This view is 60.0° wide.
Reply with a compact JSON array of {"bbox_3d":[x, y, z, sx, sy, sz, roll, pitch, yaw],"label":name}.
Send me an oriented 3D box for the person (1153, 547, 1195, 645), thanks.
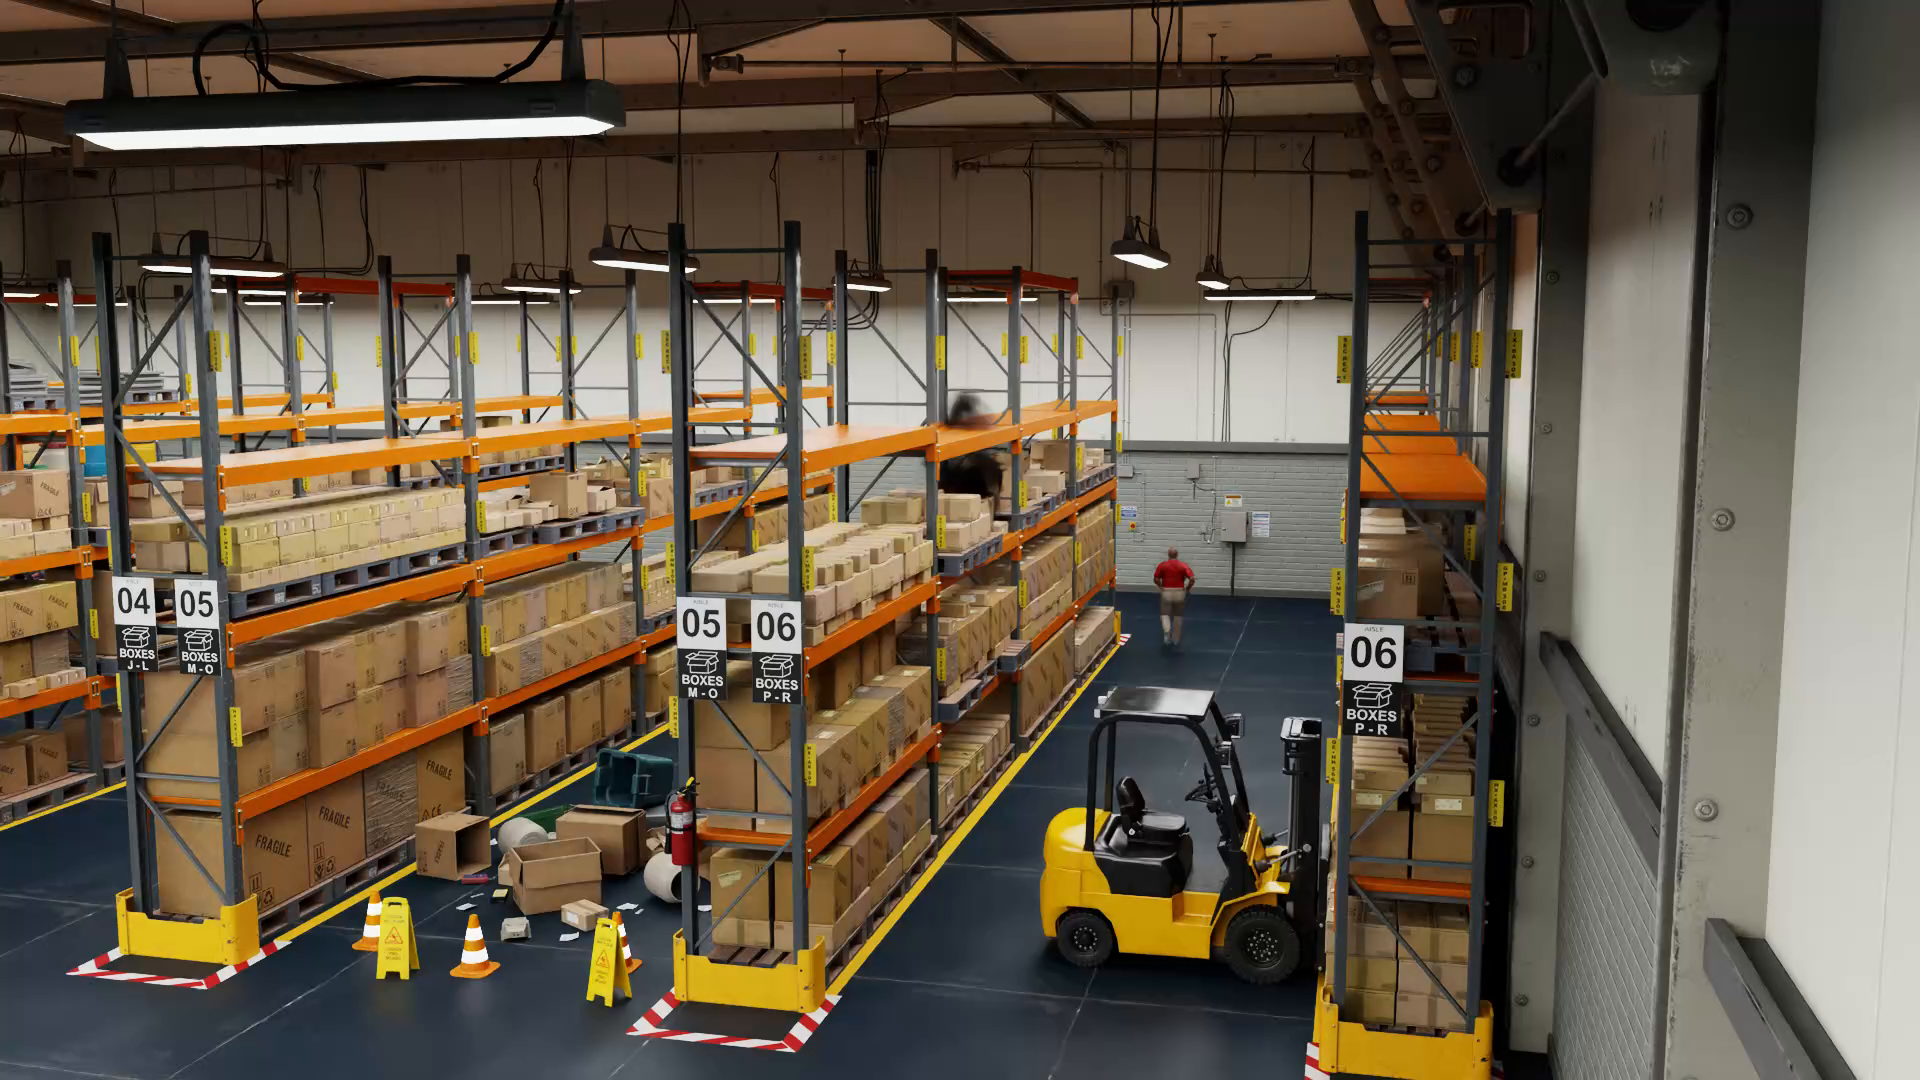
[{"bbox_3d":[3.582,0.953,27.878,0.686,1.698,0.660,1,7,5],"label":"person"}]
